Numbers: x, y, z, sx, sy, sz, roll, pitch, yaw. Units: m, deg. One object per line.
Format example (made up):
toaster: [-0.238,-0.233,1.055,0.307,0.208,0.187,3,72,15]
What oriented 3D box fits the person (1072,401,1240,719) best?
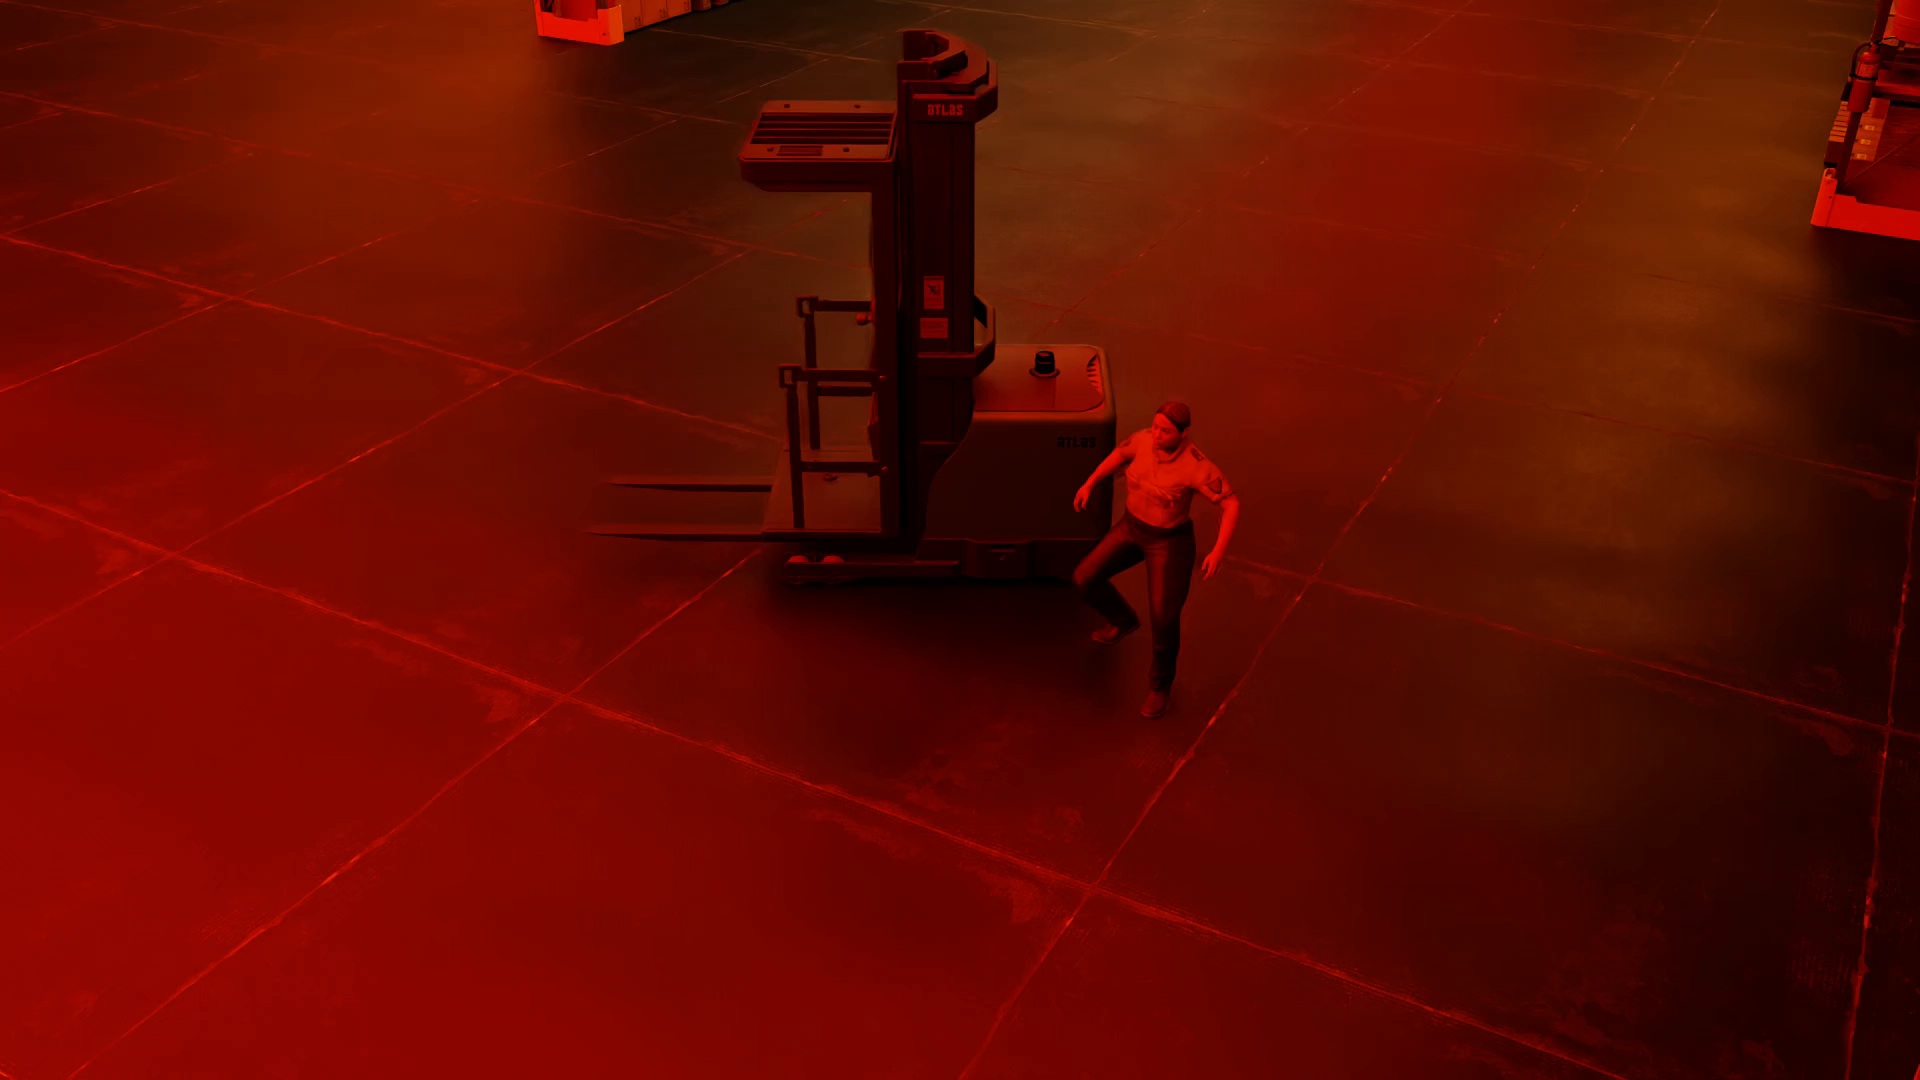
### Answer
person: [0.928,0.019,8.434,0.603,1.534,0.903,-25,38,-36]

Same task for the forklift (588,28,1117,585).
forklift: [-0.635,-1.275,9.280,3.031,2.935,1.130,0,30,1]
